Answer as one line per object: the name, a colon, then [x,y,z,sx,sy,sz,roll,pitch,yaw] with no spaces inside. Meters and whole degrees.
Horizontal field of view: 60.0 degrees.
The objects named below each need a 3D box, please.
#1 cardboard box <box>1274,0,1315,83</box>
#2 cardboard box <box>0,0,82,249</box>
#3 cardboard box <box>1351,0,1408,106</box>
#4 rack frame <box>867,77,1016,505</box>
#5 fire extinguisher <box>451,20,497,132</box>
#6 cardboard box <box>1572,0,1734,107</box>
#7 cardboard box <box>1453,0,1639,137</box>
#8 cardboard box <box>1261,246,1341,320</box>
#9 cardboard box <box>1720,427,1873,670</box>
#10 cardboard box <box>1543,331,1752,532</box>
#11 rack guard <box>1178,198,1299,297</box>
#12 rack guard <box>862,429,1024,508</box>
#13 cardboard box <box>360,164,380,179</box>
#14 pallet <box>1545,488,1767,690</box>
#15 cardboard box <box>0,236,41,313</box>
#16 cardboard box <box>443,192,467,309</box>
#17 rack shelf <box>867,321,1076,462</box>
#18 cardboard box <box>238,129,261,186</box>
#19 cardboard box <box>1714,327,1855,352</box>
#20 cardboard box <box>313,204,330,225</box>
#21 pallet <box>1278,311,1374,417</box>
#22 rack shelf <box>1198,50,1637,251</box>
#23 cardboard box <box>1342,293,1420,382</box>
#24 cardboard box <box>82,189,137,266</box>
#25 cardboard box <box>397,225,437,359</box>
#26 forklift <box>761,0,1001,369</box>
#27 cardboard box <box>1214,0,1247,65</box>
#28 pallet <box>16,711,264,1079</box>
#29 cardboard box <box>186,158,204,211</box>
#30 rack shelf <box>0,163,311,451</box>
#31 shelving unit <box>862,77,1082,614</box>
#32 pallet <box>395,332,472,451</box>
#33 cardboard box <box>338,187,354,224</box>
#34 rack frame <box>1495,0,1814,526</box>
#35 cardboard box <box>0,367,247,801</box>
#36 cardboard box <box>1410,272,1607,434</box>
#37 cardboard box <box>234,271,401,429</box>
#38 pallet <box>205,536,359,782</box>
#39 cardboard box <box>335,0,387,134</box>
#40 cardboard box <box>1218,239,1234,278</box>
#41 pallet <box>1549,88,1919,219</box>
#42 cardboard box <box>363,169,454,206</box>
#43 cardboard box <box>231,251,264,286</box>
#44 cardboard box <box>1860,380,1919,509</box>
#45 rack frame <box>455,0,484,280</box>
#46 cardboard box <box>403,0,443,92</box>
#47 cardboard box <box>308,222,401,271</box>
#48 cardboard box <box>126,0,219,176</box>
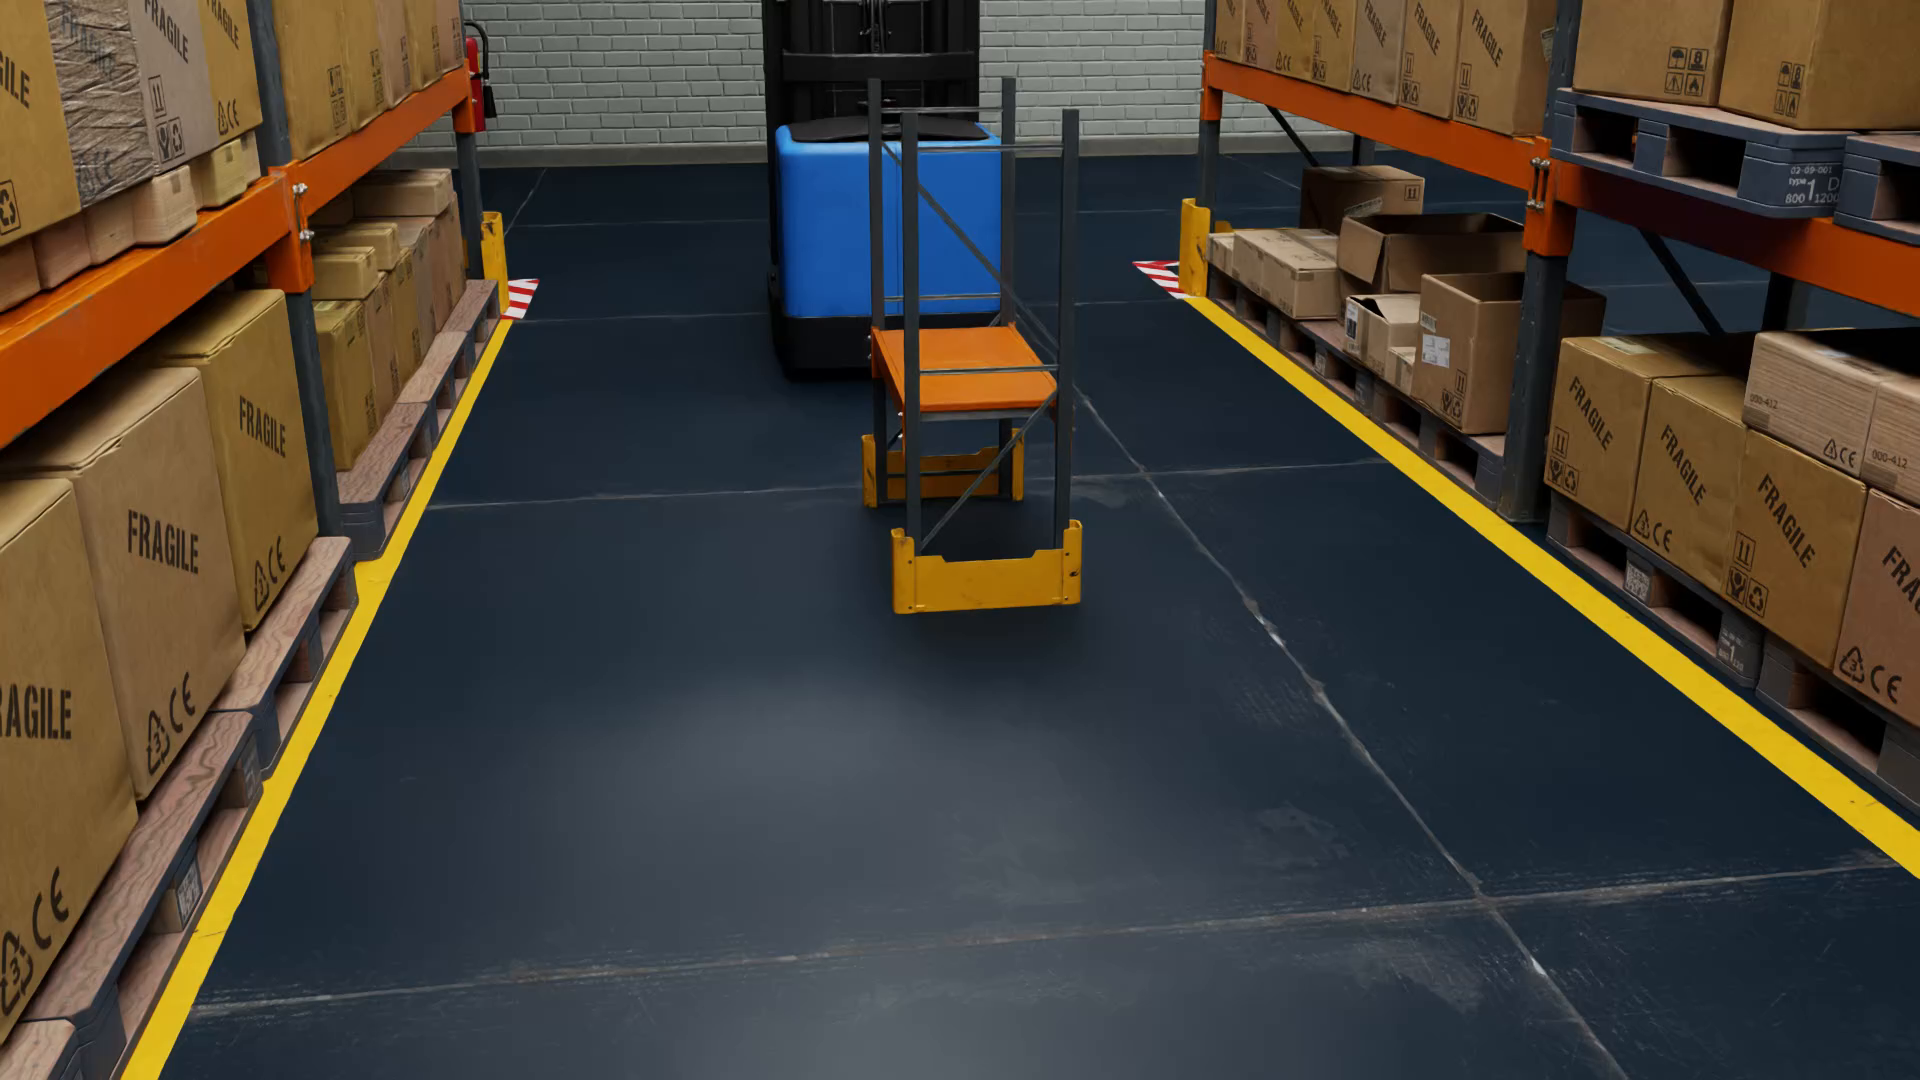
cardboard box: [1.800,-2.415,7.751,0.500,0.500,0.500,-3,21,-8]
cardboard box: [-1.936,-0.776,2.911,0.500,0.500,0.500,-2,21,-6]
cardboard box: [1.947,-2.065,6.816,0.500,0.500,0.500,-2,21,-7]
rack frame: [-0.061,-0.849,5.846,0.500,1.500,0.032,-3,21,-8]
fire extinguisher: [-2.618,-2.501,8.768,0.296,0.674,0.183,-3,21,-8]
cardboard box: [2.272,-1.570,4.891,0.700,0.500,0.500,-10,23,-26]
cardboard box: [2.099,-1.709,5.862,0.500,0.500,0.500,-3,21,-7]
cardboard box: [1.790,-1.256,8.094,0.500,0.250,0.500,-3,21,-8]
cardboard box: [2.406,0.000,4.373,0.500,0.500,0.500,-3,21,-7]
cardboard box: [2.253,-0.358,5.330,0.500,0.500,0.500,-4,21,-10]
rack guard: [1.859,-1.690,9.526,1.175,0.500,0.348,-3,21,-8]
rack guard: [-0.061,-0.263,6.063,0.587,0.250,0.087,-3,21,-8]
cardboard box: [-3.069,-1.761,8.190,0.380,0.149,0.250,-3,21,-7]
pallet: [2.579,0.084,5.190,1.003,0.211,1.213,-3,21,-8]
cardboard box: [-1.981,-0.505,3.112,0.380,0.149,0.250,-2,21,-6]
cardboard box: [-2.853,-1.424,8.215,0.700,0.500,0.500,-3,21,-8]
rack shelf: [0.012,-0.505,5.438,0.538,0.185,1.000,-3,21,-8]
cardboard box: [-2.148,-1.040,4.544,0.380,0.149,0.250,-3,21,-7]
cardboard box: [2.780,-0.381,5.393,0.500,0.500,0.500,-3,21,-8]
cardboard box: [-2.885,-1.323,7.015,0.380,0.149,0.250,-3,21,-7]
pallet: [2.148,-0.857,7.709,1.003,0.211,1.213,-3,21,-8]
rack shelf: [2.136,-1.858,7.431,1.077,0.370,4.000,-3,21,-8]
cardboard box: [1.954,-0.891,7.030,0.500,0.311,0.500,-3,21,-8]
cardboard box: [-2.029,-0.685,3.594,0.380,0.149,0.250,-3,21,-8]
cardboard box: [-2.708,-1.077,7.285,0.700,0.500,0.500,-4,21,-10]
forklift: [-0.478,-2.632,8.575,1.130,2.935,3.031,-3,21,-7]
cardboard box: [1.651,-2.767,8.695,0.500,0.500,0.500,-2,21,-7]
pallet: [-2.112,0.742,3.428,1.003,0.211,1.213,-3,21,-8]
cardboard box: [-2.095,-0.862,4.067,0.380,0.149,0.250,-2,21,-6]
rack shelf: [-2.188,-0.222,3.050,1.077,0.370,4.000,-3,21,-8]
shelving unit: [0.011,-0.676,5.383,0.587,1.500,1.083,-3,21,-8]
pallet: [-2.688,-0.635,7.115,1.003,0.211,1.213,-3,21,-8]
cardboard box: [-2.960,-1.499,7.489,0.380,0.149,0.250,-3,21,-7]
rack frame: [2.425,-1.502,5.451,1.000,3.000,0.127,-3,21,-8]
cardboard box: [-2.123,0.085,3.673,0.750,0.750,0.750,-2,21,-6]
cardboard box: [2.062,-0.720,6.301,0.500,0.500,0.500,-3,21,-8]
cardboard box: [-2.552,-0.715,6.316,0.700,0.500,0.500,-3,21,-8]
pallet: [-2.291,0.319,4.561,1.003,0.211,1.213,-3,21,-8]
cardboard box: [-2.638,-1.833,5.909,0.980,0.700,0.700,-3,21,-9]
cardboard box: [1.604,-1.517,8.911,0.380,0.166,0.250,-3,21,-8]
pallet: [2.432,-1.130,4.729,1.003,0.211,1.213,-3,21,-8]
cardboard box: [-2.655,-1.693,8.007,0.380,0.149,0.250,-3,21,-8]
cardboard box: [-2.775,-1.058,6.307,0.380,0.149,0.250,-4,21,-9]
cardboard box: [2.470,-0.189,3.807,0.500,0.250,0.500,-3,21,-9]
rack frame: [-3.053,-2.636,8.487,1.000,3.000,0.127,-3,21,-8]
cardboard box: [-2.854,-2.349,7.290,0.980,0.700,0.700,-3,21,-8]
cardboard box: [-2.427,-1.153,6.562,0.380,0.149,0.250,-4,21,-9]
cardboard box: [-2.077,-1.123,3.840,0.500,0.500,0.500,-3,21,-7]
